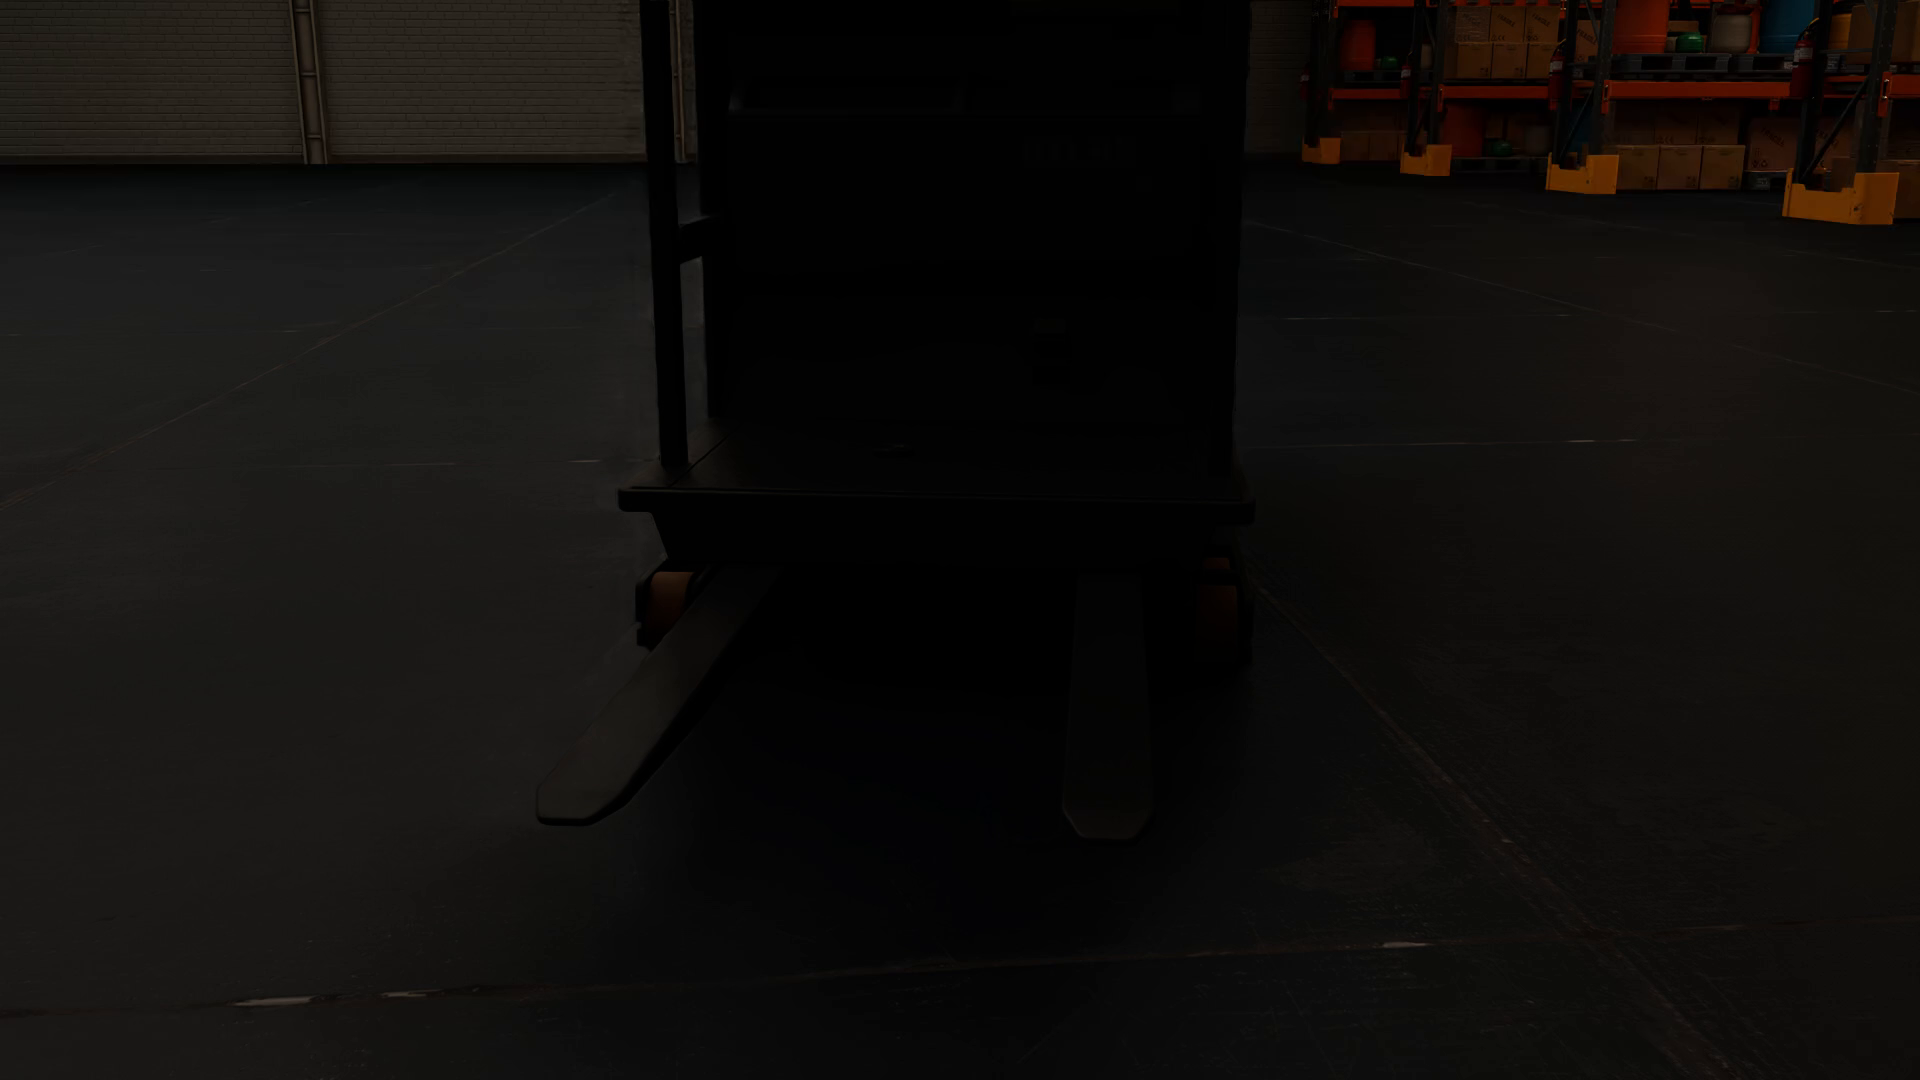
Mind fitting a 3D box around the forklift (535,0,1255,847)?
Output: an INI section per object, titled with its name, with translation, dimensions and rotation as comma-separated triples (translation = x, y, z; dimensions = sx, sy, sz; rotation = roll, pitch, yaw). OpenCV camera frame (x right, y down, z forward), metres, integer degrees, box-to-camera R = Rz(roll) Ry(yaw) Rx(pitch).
[forklift]
translation = -0.009, -1.264, 2.979
dimensions = 1.130, 2.935, 3.031
rotation = 1, 15, 5
